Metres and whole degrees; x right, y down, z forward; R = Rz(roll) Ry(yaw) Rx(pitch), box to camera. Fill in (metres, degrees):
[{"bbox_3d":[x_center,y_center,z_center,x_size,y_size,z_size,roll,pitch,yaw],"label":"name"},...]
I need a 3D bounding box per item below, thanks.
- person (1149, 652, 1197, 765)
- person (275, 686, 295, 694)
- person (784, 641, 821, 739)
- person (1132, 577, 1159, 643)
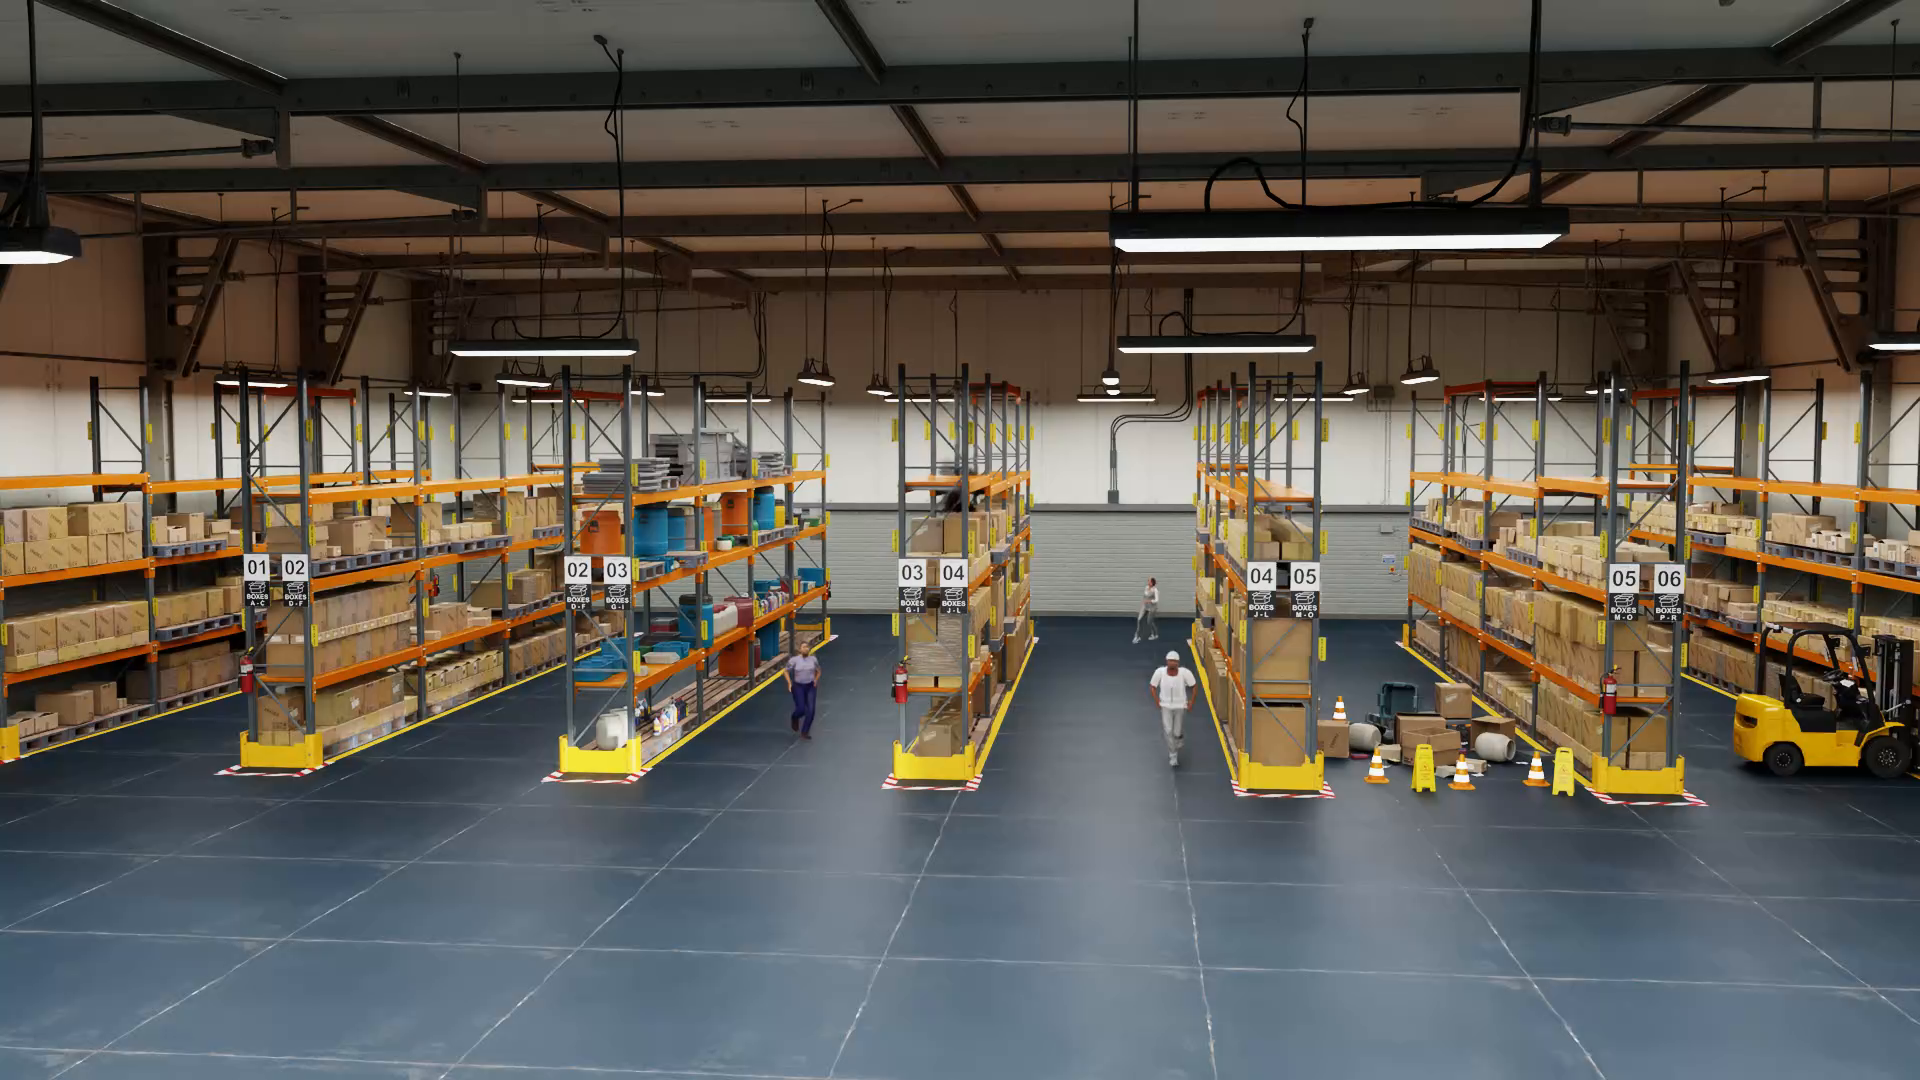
[{"bbox_3d":[3.254,2.535,25.388,0.723,1.723,0.697,1,4,12],"label":"person"},{"bbox_3d":[-11.539,2.303,28.509,0.655,1.733,0.622,0,4,-4],"label":"person"},{"bbox_3d":[-2.554,2.460,27.282,0.611,1.604,0.547,-1,4,-21],"label":"person"},{"bbox_3d":[4.538,1.671,39.692,0.798,1.565,0.562,-3,5,-43],"label":"person"}]
